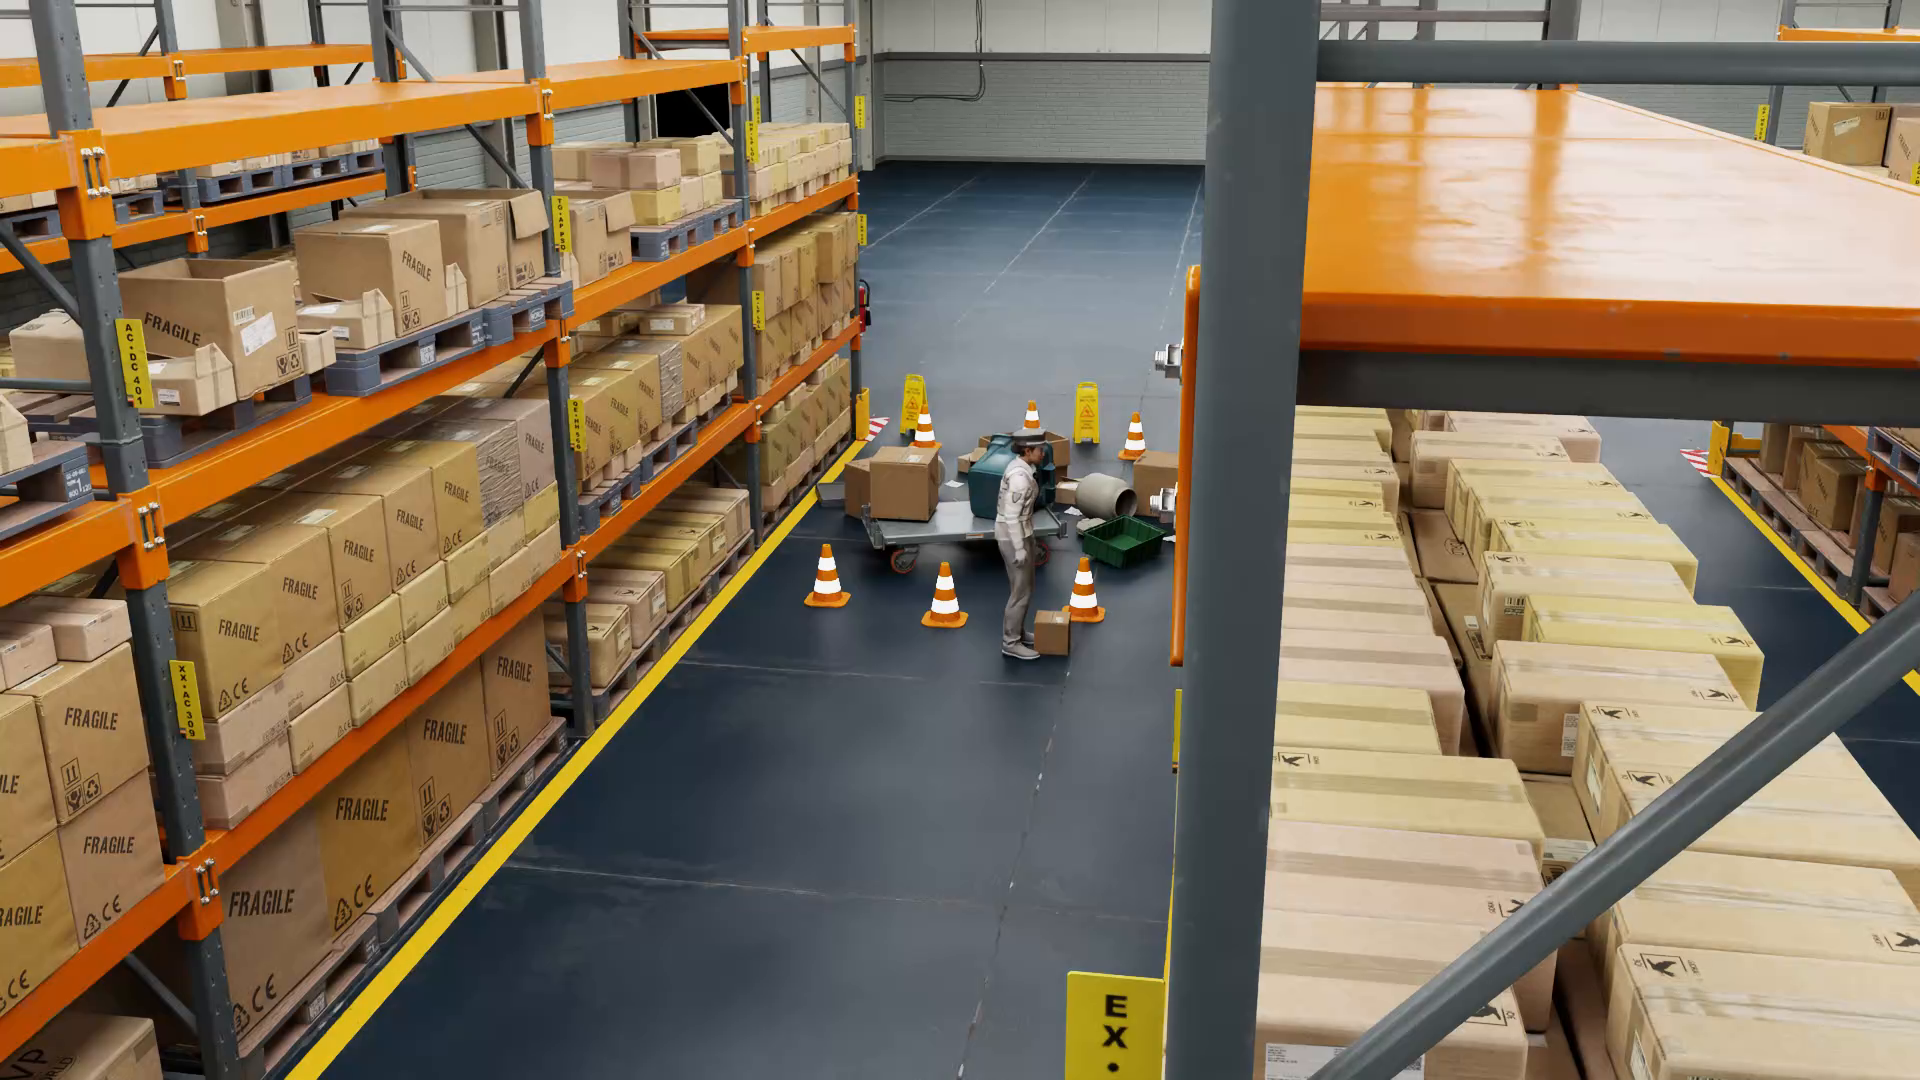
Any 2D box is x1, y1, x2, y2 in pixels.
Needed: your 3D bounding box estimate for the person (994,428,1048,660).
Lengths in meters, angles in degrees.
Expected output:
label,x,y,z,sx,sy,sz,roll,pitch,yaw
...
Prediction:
label,x,y,z,sx,sy,sz,roll,pitch,yaw
person,0.439,0.005,12.036,0.376,1.662,0.527,3,18,9
